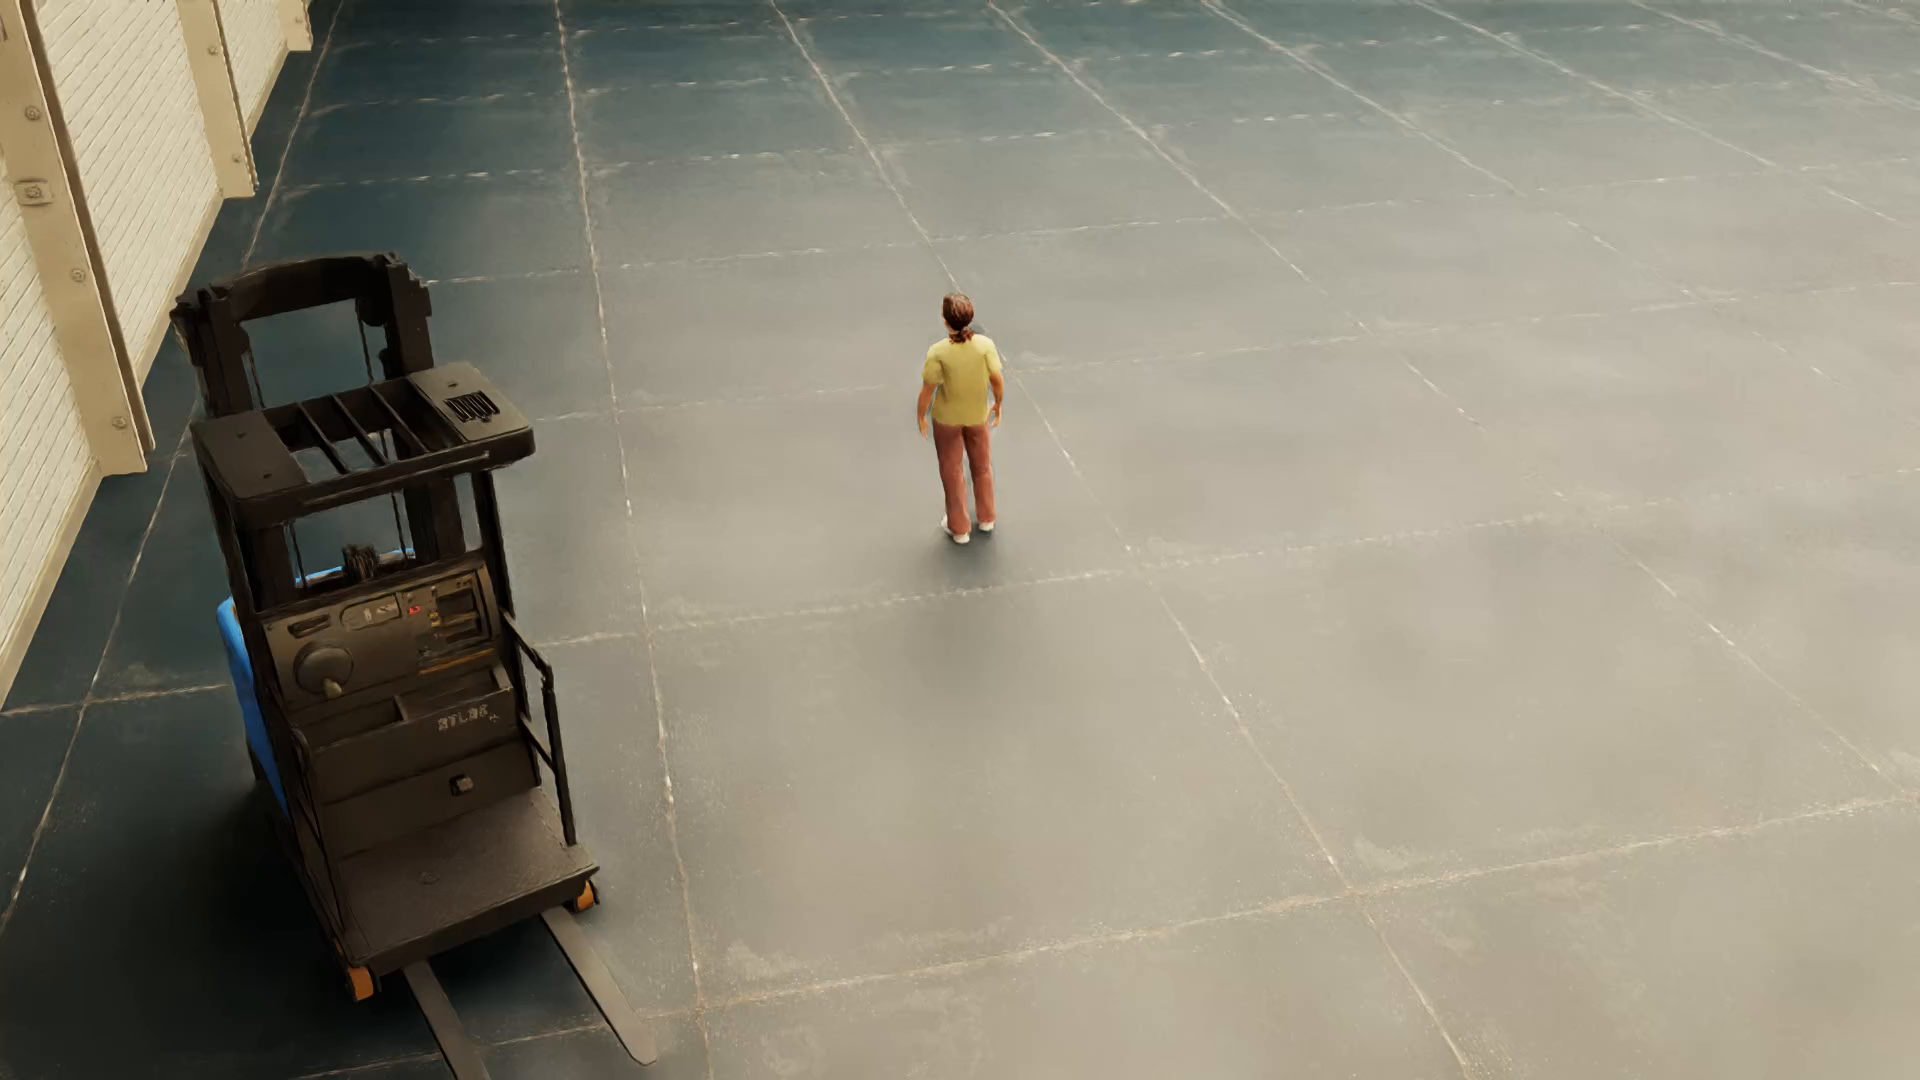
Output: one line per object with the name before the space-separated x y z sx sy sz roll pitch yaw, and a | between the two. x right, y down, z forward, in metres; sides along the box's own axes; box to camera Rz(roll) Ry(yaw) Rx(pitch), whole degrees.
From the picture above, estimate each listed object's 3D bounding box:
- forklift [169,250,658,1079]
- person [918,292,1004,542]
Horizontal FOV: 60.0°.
forklift | -2.301 0.423 6.843 1.130 2.935 3.031 -18 35 -29
person | -0.007 -0.769 10.141 0.554 1.674 0.548 -7 31 -12
